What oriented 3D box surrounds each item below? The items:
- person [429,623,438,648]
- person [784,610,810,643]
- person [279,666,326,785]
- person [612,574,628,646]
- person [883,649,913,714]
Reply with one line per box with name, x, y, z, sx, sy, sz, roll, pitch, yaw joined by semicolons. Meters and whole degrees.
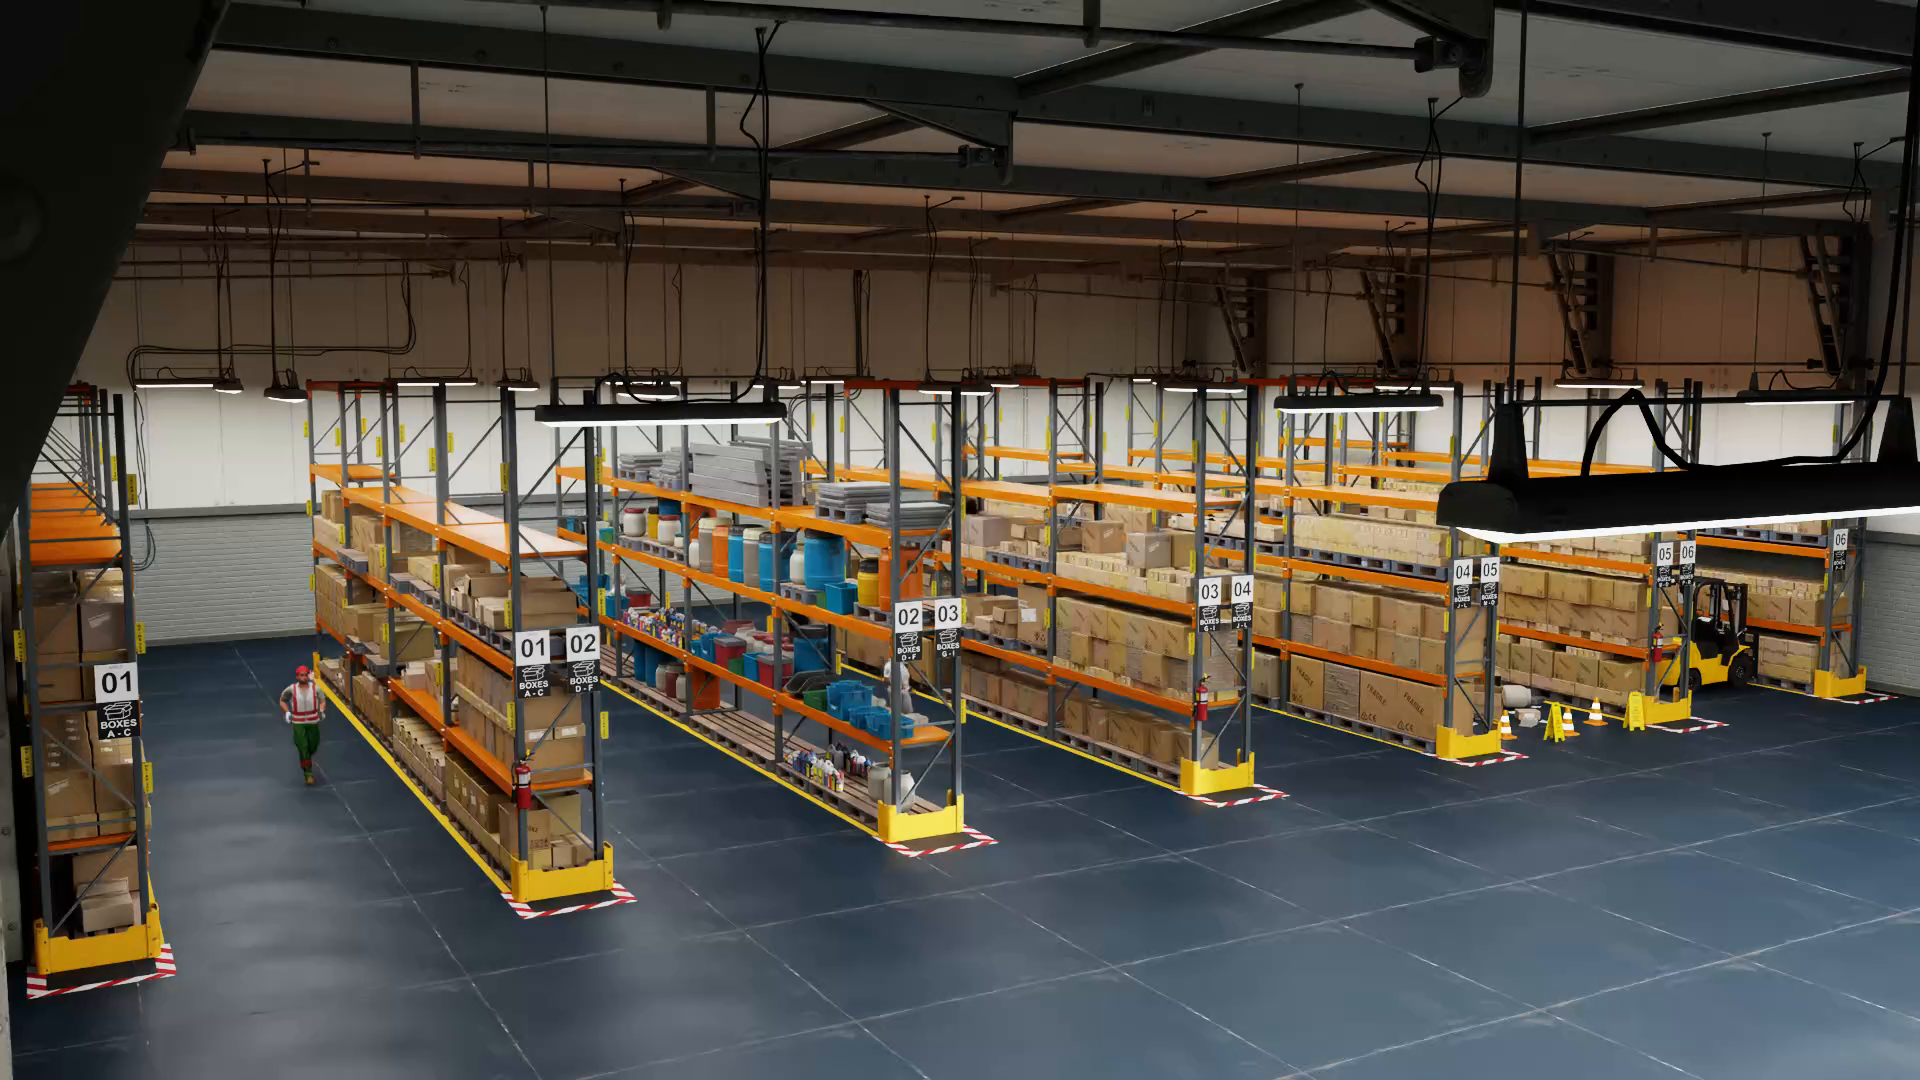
person;-11.092;1.857;34.432;0.528;1.650;0.639;4;7;31
person;-3.326;1.906;34.087;0.650;1.621;0.876;-4;7;-34
person;-9.964;2.781;25.260;0.656;1.772;0.845;-3;7;-29
person;-7.560;1.574;37.266;0.503;1.655;0.643;0;6;-4
person;-1.008;2.550;27.883;0.569;1.661;0.554;-4;8;-36
